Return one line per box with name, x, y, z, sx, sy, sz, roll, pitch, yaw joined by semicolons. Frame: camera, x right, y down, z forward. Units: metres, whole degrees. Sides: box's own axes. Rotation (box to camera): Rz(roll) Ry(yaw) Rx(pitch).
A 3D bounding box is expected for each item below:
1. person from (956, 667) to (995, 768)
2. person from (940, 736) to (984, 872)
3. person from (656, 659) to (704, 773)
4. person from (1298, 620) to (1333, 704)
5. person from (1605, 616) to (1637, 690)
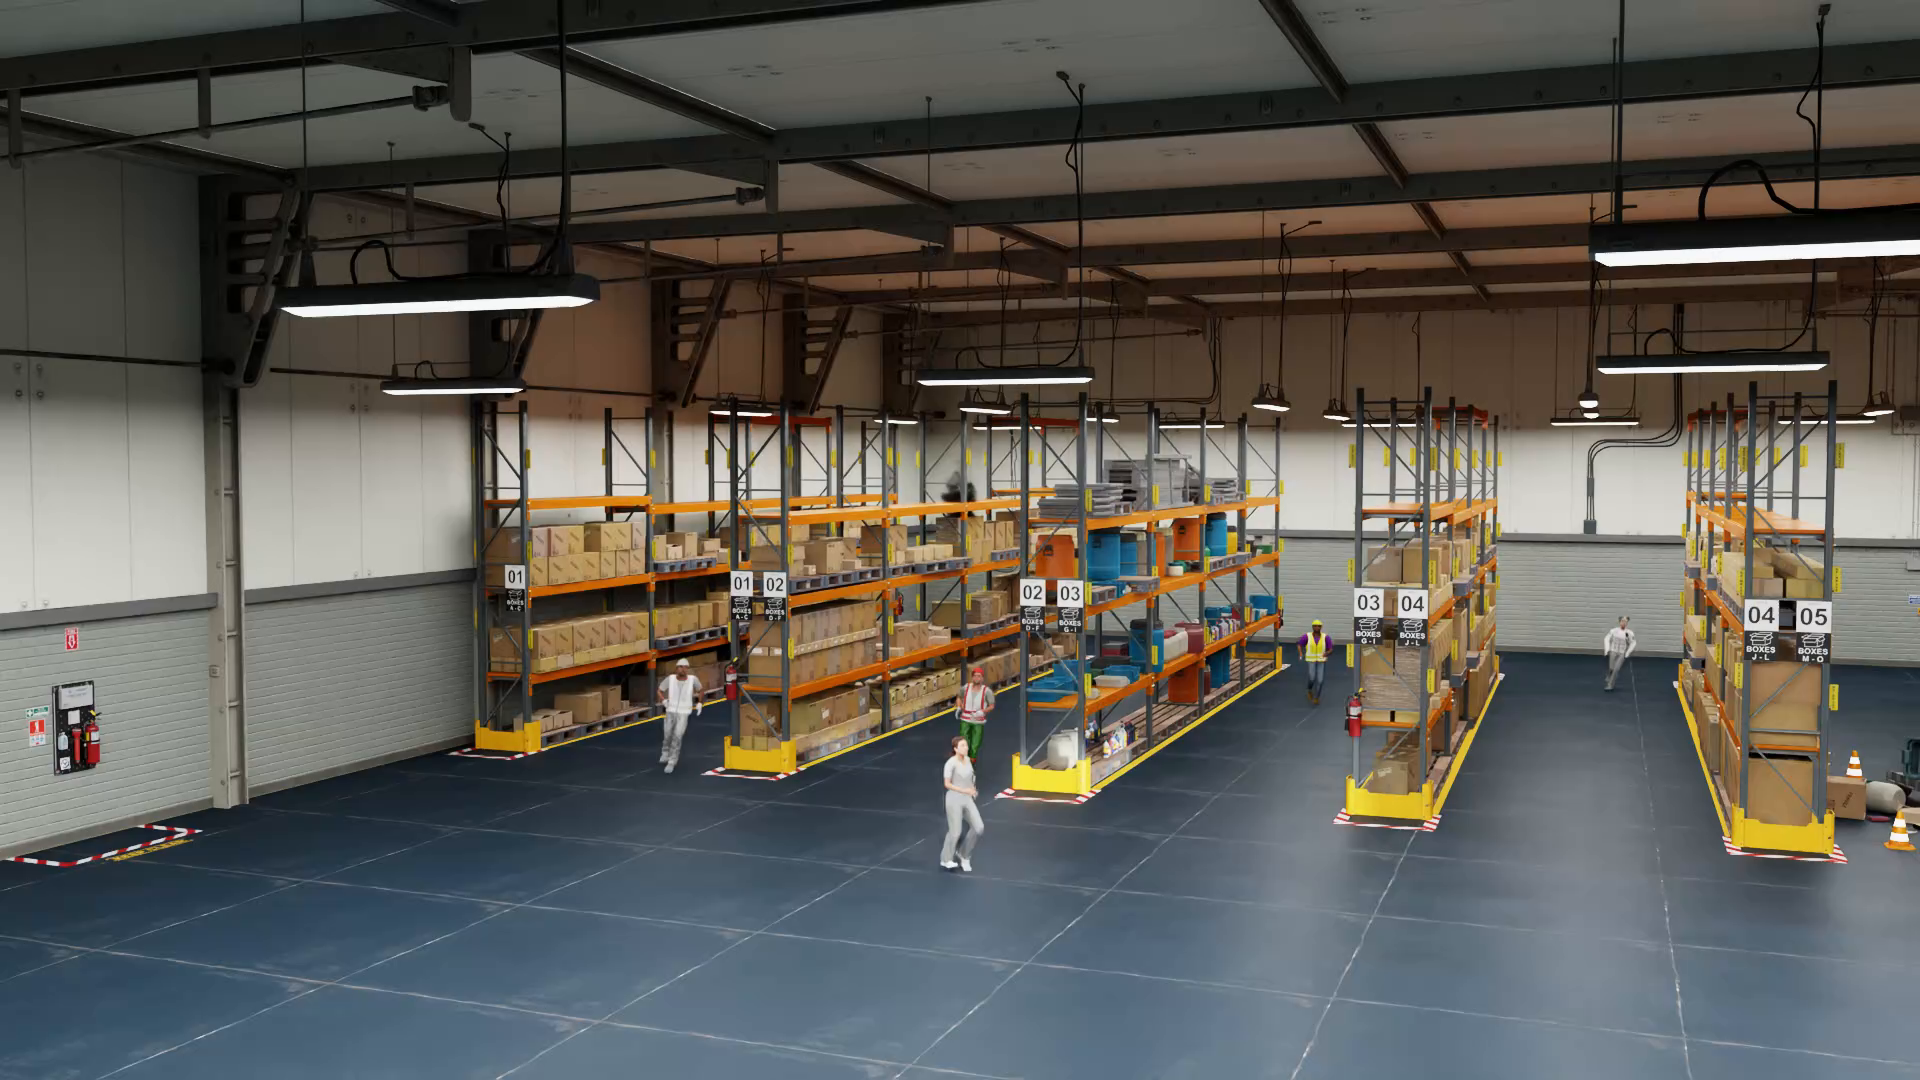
person;0.228;2.867;26.120;0.643;1.738;0.549;0;3;8
person;0.033;3.199;20.101;0.592;1.678;0.663;-3;4;-43
person;-4.539;2.800;26.842;0.742;1.772;0.958;0;3;-1
person;7.260;2.486;33.918;0.695;1.721;0.578;0;3;6
person;14.300;2.439;36.010;0.647;1.619;0.514;1;3;25
